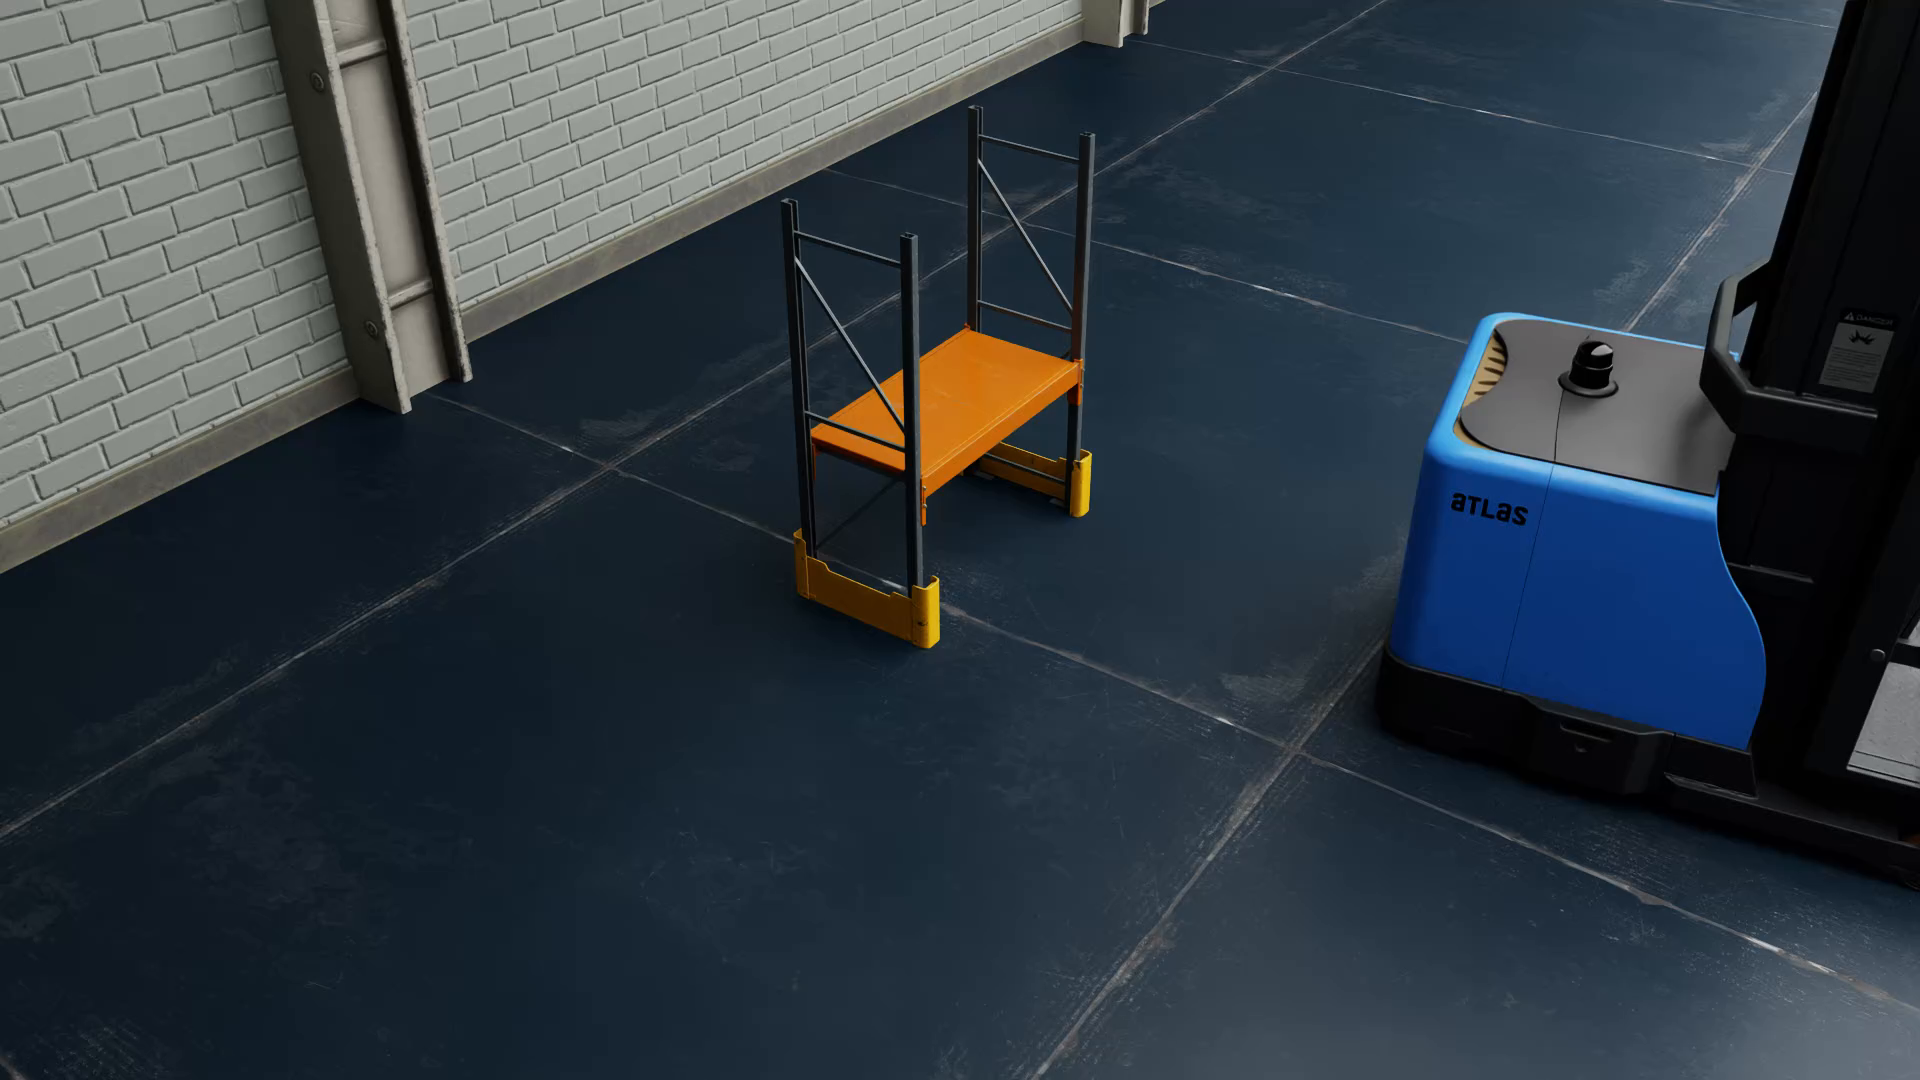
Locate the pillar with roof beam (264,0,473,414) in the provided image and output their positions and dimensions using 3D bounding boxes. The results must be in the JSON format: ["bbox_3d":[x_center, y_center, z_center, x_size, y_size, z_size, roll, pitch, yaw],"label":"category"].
[{"bbox_3d":[1.163,-3.023,2.687,9.100,9.000,0.400,21,39,28],"label":"pillar with roof beam"}]

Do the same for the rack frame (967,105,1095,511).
[{"bbox_3d":[0.241,-0.816,6.118,0.500,1.500,0.032,21,39,28],"label":"rack frame"}]

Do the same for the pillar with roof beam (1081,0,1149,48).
[{"bbox_3d":[4.584,-5.784,6.770,9.100,9.000,0.400,21,39,28],"label":"pillar with roof beam"}]

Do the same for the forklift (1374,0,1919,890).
[{"bbox_3d":[2.890,-0.504,4.379,3.031,2.935,1.130,14,37,20],"label":"forklift"}]

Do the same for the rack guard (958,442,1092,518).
[{"bbox_3d":[0.240,-0.298,6.467,0.587,0.250,0.087,21,39,28],"label":"rack guard"}]

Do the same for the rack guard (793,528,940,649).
[{"bbox_3d":[-0.327,0.161,5.789,0.587,0.250,0.087,21,39,28],"label":"rack guard"}]

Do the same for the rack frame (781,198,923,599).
[{"bbox_3d":[-0.339,-0.348,5.426,0.500,1.500,0.032,21,39,28],"label":"rack frame"}]

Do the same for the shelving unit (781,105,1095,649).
[{"bbox_3d":[-0.043,-0.586,5.778,0.587,1.500,1.083,21,39,28],"label":"shelving unit"}]

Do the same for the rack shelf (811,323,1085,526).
[{"bbox_3d":[-0.049,-0.433,5.873,0.538,0.185,1.000,21,39,28],"label":"rack shelf"}]
